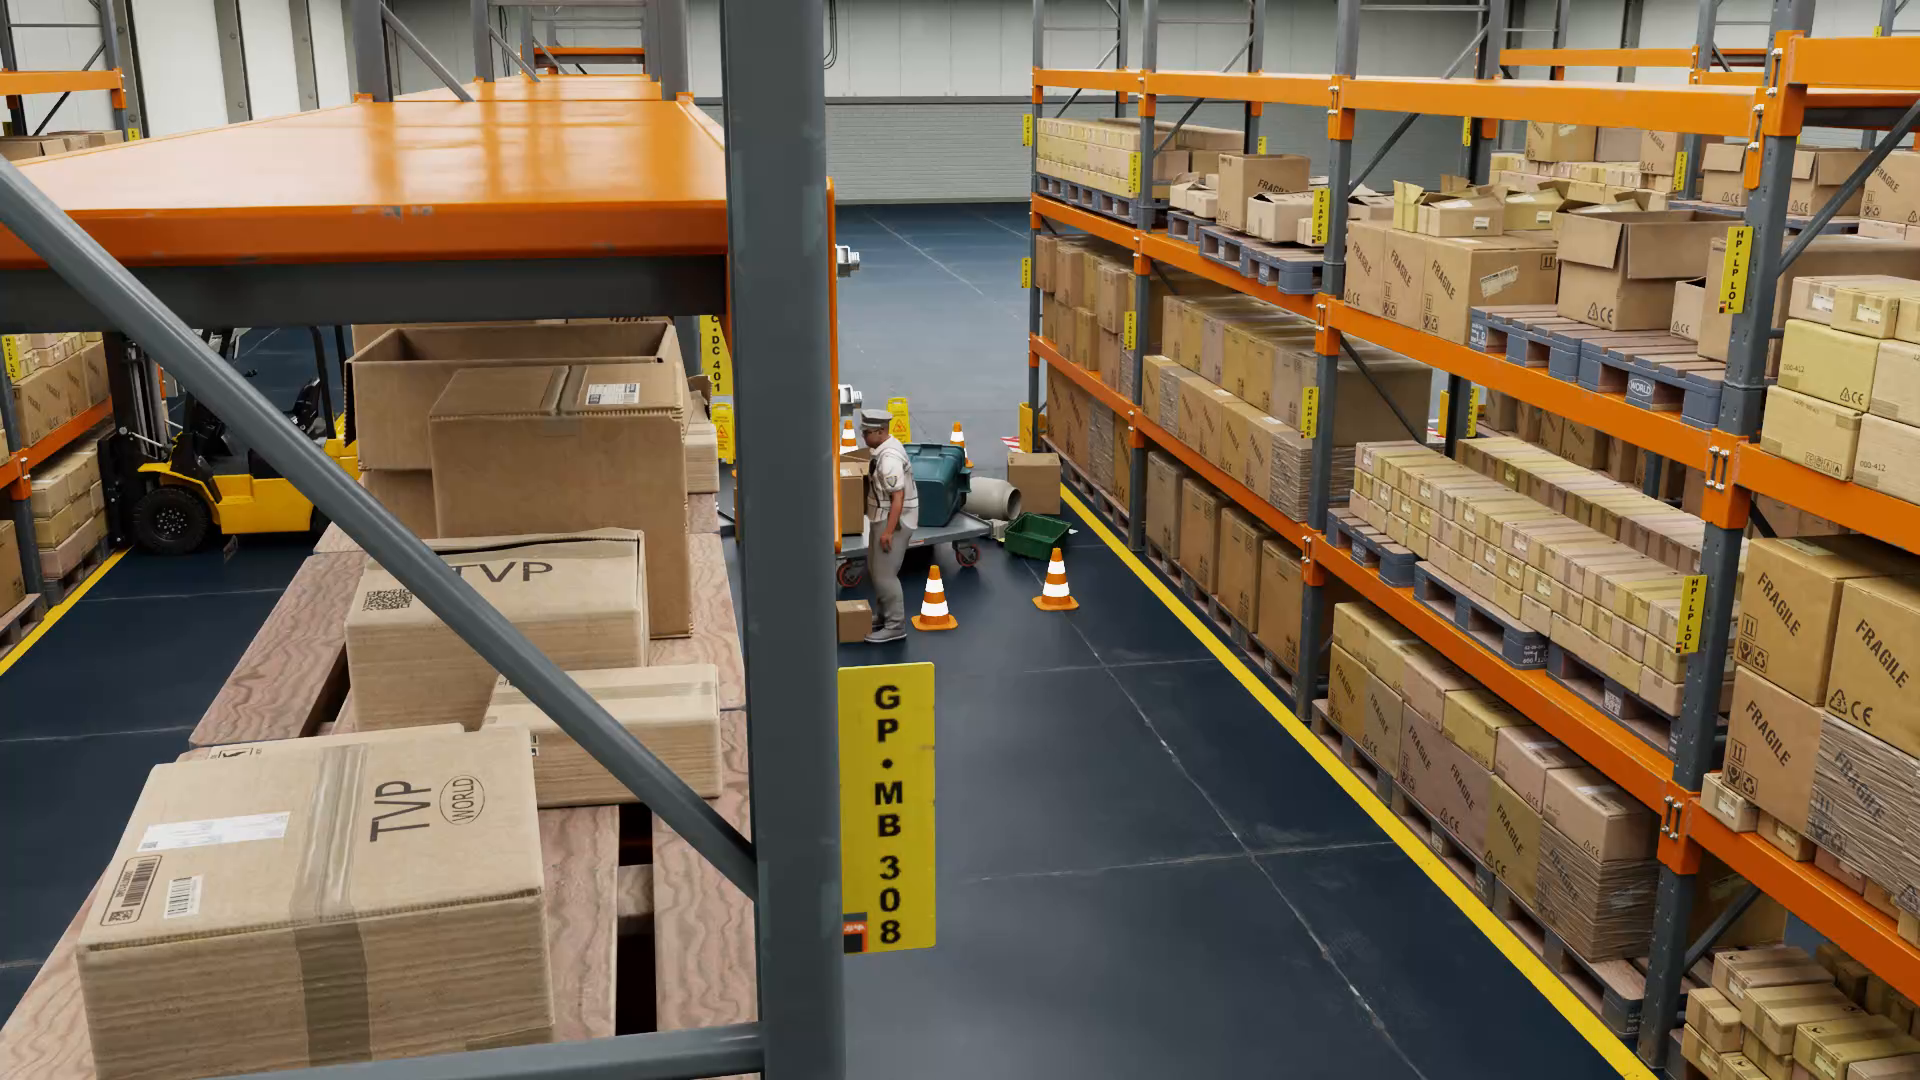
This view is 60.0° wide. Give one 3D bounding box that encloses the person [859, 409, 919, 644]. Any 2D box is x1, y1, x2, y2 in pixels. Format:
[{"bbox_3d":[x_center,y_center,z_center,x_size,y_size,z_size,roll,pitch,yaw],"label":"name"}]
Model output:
[{"bbox_3d":[-0.538,-0.123,12.445,0.437,1.747,0.583,-3,17,-11],"label":"person"}]
